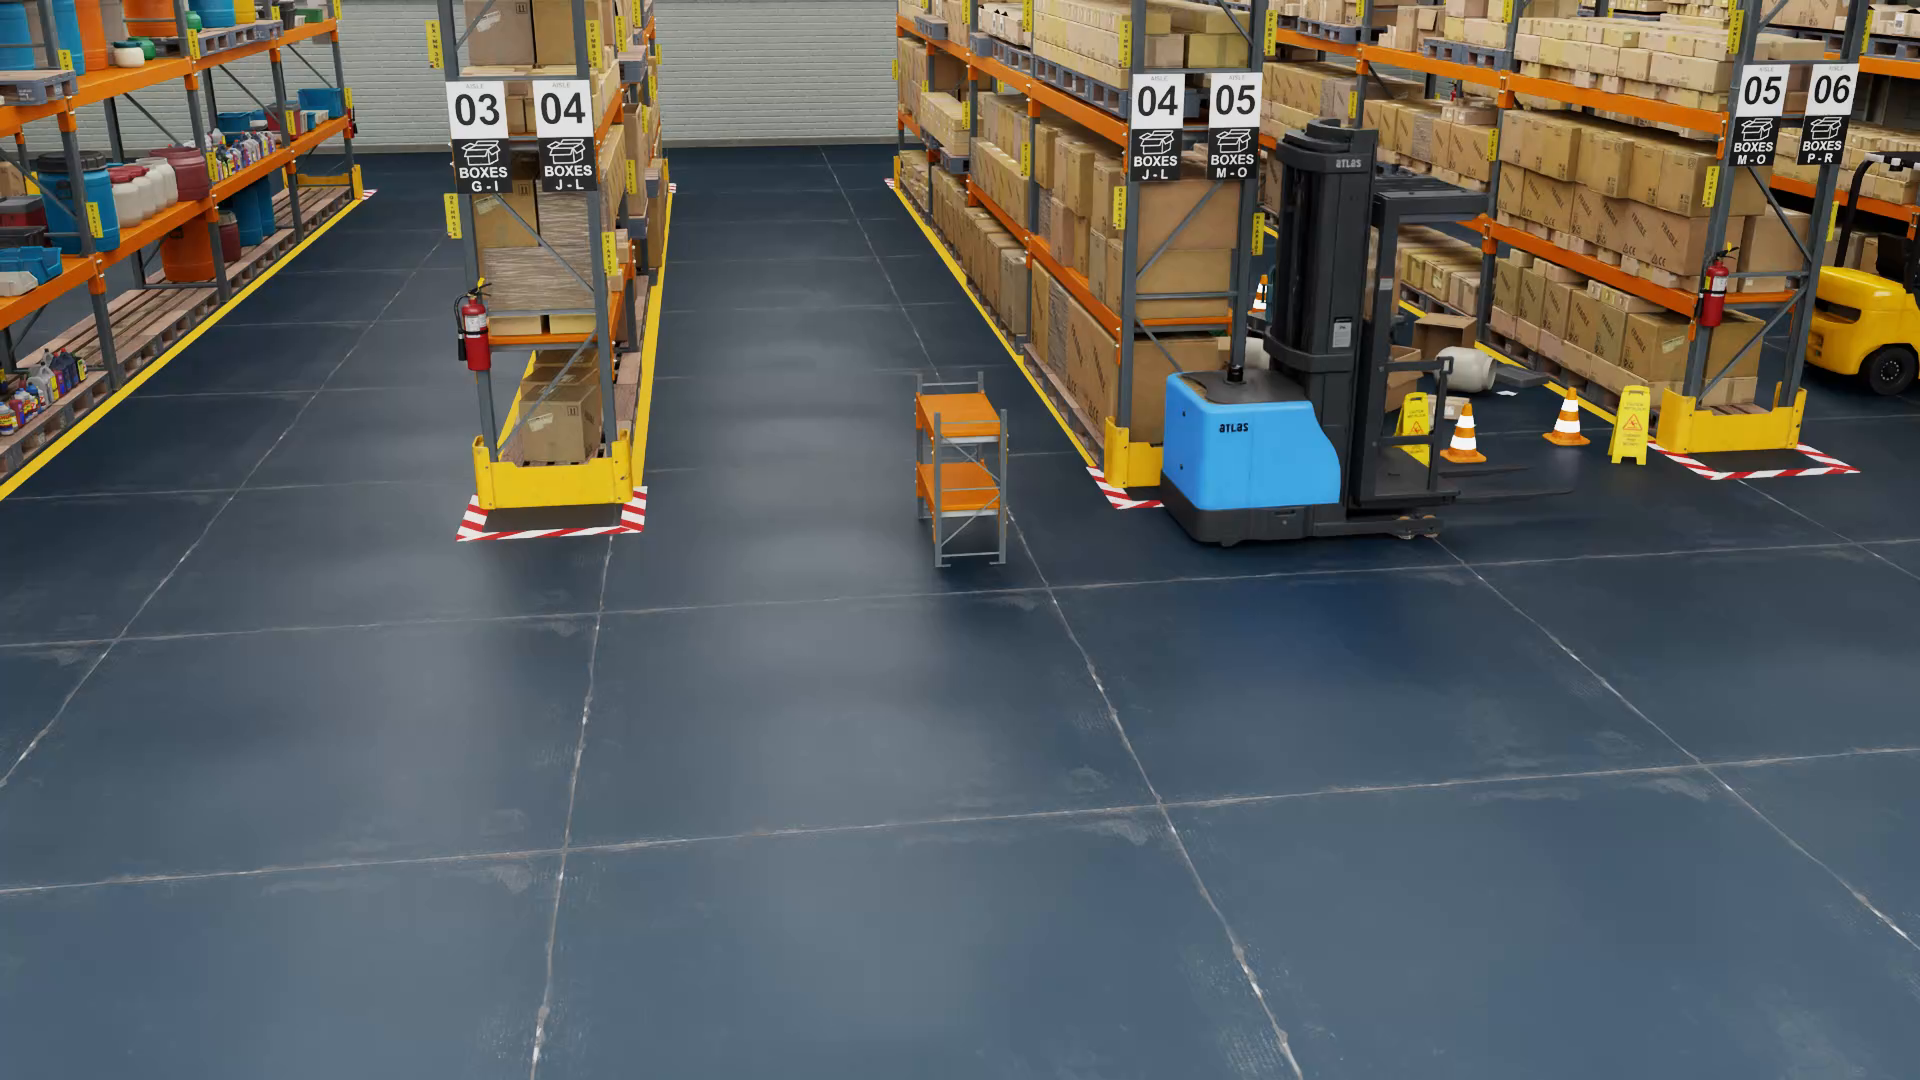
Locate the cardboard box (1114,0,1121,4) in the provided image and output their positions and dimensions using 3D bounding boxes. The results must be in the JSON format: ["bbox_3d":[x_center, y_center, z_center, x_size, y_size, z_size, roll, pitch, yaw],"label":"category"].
[{"bbox_3d":[1.631,-4.921,15.293,0.380,0.149,0.250,-3,21,-8],"label":"cardboard box"}]

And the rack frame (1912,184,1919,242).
[{"bbox_3d":[10.985,-3.838,18.204,1.000,3.000,0.127,-3,21,-8],"label":"rack frame"}]

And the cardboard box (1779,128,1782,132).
[{"bbox_3d":[10.316,-5.178,20.723,0.380,0.149,0.250,-3,21,-7],"label":"cardboard box"}]

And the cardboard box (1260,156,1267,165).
[{"bbox_3d":[4.807,-5.885,26.747,0.875,0.438,0.875,-4,21,-9],"label":"cardboard box"}]

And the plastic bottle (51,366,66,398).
[{"bbox_3d":[-8.163,-1.441,15.040,0.061,0.283,0.133,-2,21,-4],"label":"plastic bottle"}]

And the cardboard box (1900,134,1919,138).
[{"bbox_3d":[11.068,-4.590,19.149,0.380,0.149,0.250,-3,21,-8],"label":"cardboard box"}]

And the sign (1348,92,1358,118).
[{"bbox_3d":[4.949,-5.484,20.957,0.100,0.325,0.005,-3,21,-8],"label":"sign"}]

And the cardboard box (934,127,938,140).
[{"bbox_3d":[-0.134,-5.451,22.283,0.380,0.149,0.250,-4,21,-10],"label":"cardboard box"}]

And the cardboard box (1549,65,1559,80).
[{"bbox_3d":[6.004,-4.579,16.262,0.380,0.149,0.250,-3,21,-8],"label":"cardboard box"}]

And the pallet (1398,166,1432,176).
[{"bbox_3d":[5.823,-4.198,19.442,1.003,0.211,1.213,-3,21,-8],"label":"pallet"}]

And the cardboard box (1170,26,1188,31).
[{"bbox_3d":[1.877,-3.990,13.371,0.500,0.250,0.500,-3,21,-8],"label":"cardboard box"}]

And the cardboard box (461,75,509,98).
[{"bbox_3d":[-3.505,-3.303,12.131,0.380,0.149,0.250,-3,21,-8],"label":"cardboard box"}]

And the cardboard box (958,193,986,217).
[{"bbox_3d":[0.256,-4.287,21.307,0.500,0.250,0.500,-3,21,-9],"label":"cardboard box"}]

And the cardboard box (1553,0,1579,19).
[{"bbox_3d":[6.305,-5.746,17.927,0.500,0.250,0.500,-3,21,-9],"label":"cardboard box"}]

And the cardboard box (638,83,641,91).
[{"bbox_3d":[-4.785,-6.152,22.824,0.797,0.503,0.637,-3,21,-9],"label":"cardboard box"}]

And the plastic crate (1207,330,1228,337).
[{"bbox_3d":[2.512,-2.017,17.265,0.450,0.188,0.662,-2,18,24],"label":"plastic crate"}]

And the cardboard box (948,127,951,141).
[{"bbox_3d":[0.052,-5.145,21.038,0.380,0.149,0.250,-2,21,-6],"label":"cardboard box"}]

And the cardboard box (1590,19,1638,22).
[{"bbox_3d":[6.449,-5.062,16.414,0.380,0.149,0.250,-3,21,-9],"label":"cardboard box"}]

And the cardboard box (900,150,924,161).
[{"bbox_3d":[-0.800,-6.397,27.682,0.380,0.149,0.250,-4,21,-10],"label":"cardboard box"}]

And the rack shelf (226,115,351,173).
[{"bbox_3d":[-10.075,-5.962,24.919,1.077,0.370,4.000,-3,21,-8],"label":"rack shelf"}]

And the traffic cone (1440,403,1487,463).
[{"bbox_3d":[4.263,-0.923,14.025,0.336,0.463,0.334,-3,21,-8],"label":"traffic cone"}]

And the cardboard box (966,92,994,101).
[{"bbox_3d":[0.288,-6.300,23.704,0.380,0.149,0.250,-2,21,-5],"label":"cardboard box"}]

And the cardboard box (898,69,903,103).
[{"bbox_3d":[-0.748,-7.473,27.369,0.500,0.500,0.500,-2,21,-5],"label":"cardboard box"}]

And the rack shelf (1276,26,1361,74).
[{"bbox_3d":[5.209,-6.731,22.693,1.077,0.370,4.000,-3,21,-8],"label":"rack shelf"}]

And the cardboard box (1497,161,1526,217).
[{"bbox_3d":[5.862,-3.606,17.015,0.500,0.500,0.500,-3,21,-8],"label":"cardboard box"}]

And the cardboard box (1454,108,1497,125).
[{"bbox_3d":[5.672,-4.659,18.308,0.380,0.149,0.250,-4,21,-9],"label":"cardboard box"}]

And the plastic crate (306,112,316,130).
[{"bbox_3d":[-9.814,-6.243,24.797,0.416,0.233,0.300,-3,21,-8],"label":"plastic crate"}]

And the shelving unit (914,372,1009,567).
[{"bbox_3d":[-0.001,-0.529,12.026,0.538,1.125,1.048,-3,21,-8],"label":"shelving unit"}]

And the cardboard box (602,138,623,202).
[{"bbox_3d":[-3.251,-3.252,14.640,0.500,0.500,0.500,-3,21,-8],"label":"cardboard box"}]

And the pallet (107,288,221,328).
[{"bbox_3d":[-9.137,-2.645,18.995,1.003,0.211,1.213,-3,21,-8],"label":"pallet"}]

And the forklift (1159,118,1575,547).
[{"bbox_3d":[3.104,-1.556,12.192,3.031,2.935,1.130,-4,21,-9],"label":"forklift"}]

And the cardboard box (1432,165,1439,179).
[{"bbox_3d":[5.594,-4.183,18.888,0.380,0.149,0.250,-3,21,-8],"label":"cardboard box"}]

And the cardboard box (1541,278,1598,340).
[{"bbox_3d":[6.054,-2.264,16.247,0.500,0.500,0.500,-2,21,-5],"label":"cardboard box"}]

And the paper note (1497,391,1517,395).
[{"bbox_3d":[5.252,-1.414,15.959,0.142,0.019,0.148,-11,23,-26],"label":"paper note"}]

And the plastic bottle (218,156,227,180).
[{"bbox_3d":[-8.994,-4.542,20.255,0.061,0.283,0.133,-3,21,-8],"label":"plastic bottle"}]

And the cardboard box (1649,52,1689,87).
[{"bbox_3d":[6.252,-4.014,14.178,0.500,0.250,0.500,-3,21,-8],"label":"cardboard box"}]

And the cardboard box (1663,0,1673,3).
[{"bbox_3d":[9.879,-7.437,22.773,0.380,0.149,0.250,-3,21,-8],"label":"cardboard box"}]

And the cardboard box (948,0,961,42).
[{"bbox_3d":[0.127,-6.669,21.354,0.500,0.500,0.500,-3,21,-8],"label":"cardboard box"}]

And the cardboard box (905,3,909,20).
[{"bbox_3d":[-0.569,-8.262,25.978,0.500,0.250,0.500,-4,21,-10],"label":"cardboard box"}]

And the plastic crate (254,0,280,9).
[{"bbox_3d":[-10.415,-7.824,24.680,0.504,0.338,0.767,-3,21,-8],"label":"plastic crate"}]

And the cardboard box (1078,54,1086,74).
[{"bbox_3d":[1.201,-3.985,13.928,0.380,0.149,0.250,-3,21,-7],"label":"cardboard box"}]

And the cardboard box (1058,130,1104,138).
[{"bbox_3d":[1.404,-3.563,15.712,0.875,0.550,0.550,-3,21,-8],"label":"cardboard box"}]

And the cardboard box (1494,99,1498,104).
[{"bbox_3d":[9.168,-7.298,27.829,0.380,0.149,0.250,-4,21,-9],"label":"cardboard box"}]

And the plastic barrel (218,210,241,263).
[{"bbox_3d":[-9.460,-3.848,21.077,0.600,0.588,0.708,-3,21,-8],"label":"plastic barrel"}]

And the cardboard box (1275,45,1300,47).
[{"bbox_3d":[5.026,-7.561,25.673,0.380,0.149,0.250,-3,21,-8],"label":"cardboard box"}]

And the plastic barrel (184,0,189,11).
[{"bbox_3d":[-9.615,-6.493,20.232,0.433,0.535,0.433,0,20,0],"label":"plastic barrel"}]

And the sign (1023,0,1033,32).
[{"bbox_3d":[0.655,-5.065,16.015,0.100,0.325,0.005,-3,21,-8],"label":"sign"}]

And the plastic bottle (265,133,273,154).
[{"bbox_3d":[-9.332,-5.353,22.429,0.061,0.283,0.133,-3,21,-8],"label":"plastic bottle"}]

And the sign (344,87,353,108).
[{"bbox_3d":[-9.821,-7.101,26.708,0.100,0.325,0.005,-3,21,-8],"label":"sign"}]

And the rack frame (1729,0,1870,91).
[{"bbox_3d":[6.651,-5.011,12.772,1.000,3.000,0.127,-3,21,-8],"label":"rack frame"}]

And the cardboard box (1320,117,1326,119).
[{"bbox_3d":[5.099,-5.467,22.066,0.500,0.250,0.500,-3,21,-9],"label":"cardboard box"}]

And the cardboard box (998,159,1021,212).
[{"bbox_3d":[0.705,-3.865,18.135,0.500,0.500,0.500,-3,21,-7],"label":"cardboard box"}]

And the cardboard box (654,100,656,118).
[{"bbox_3d":[-4.841,-6.452,24.994,0.500,0.250,0.500,-2,21,-6],"label":"cardboard box"}]

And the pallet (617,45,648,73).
[{"bbox_3d":[-3.868,-4.981,17.247,1.213,0.211,1.003,-3,21,-8],"label":"pallet"}]

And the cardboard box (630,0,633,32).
[{"bbox_3d":[-3.993,-6.005,18.861,0.500,0.500,0.500,-2,21,-6],"label":"cardboard box"}]

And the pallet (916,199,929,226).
[{"bbox_3d":[-0.095,-4.996,25.290,1.003,0.211,1.213,-3,21,-8],"label":"pallet"}]
